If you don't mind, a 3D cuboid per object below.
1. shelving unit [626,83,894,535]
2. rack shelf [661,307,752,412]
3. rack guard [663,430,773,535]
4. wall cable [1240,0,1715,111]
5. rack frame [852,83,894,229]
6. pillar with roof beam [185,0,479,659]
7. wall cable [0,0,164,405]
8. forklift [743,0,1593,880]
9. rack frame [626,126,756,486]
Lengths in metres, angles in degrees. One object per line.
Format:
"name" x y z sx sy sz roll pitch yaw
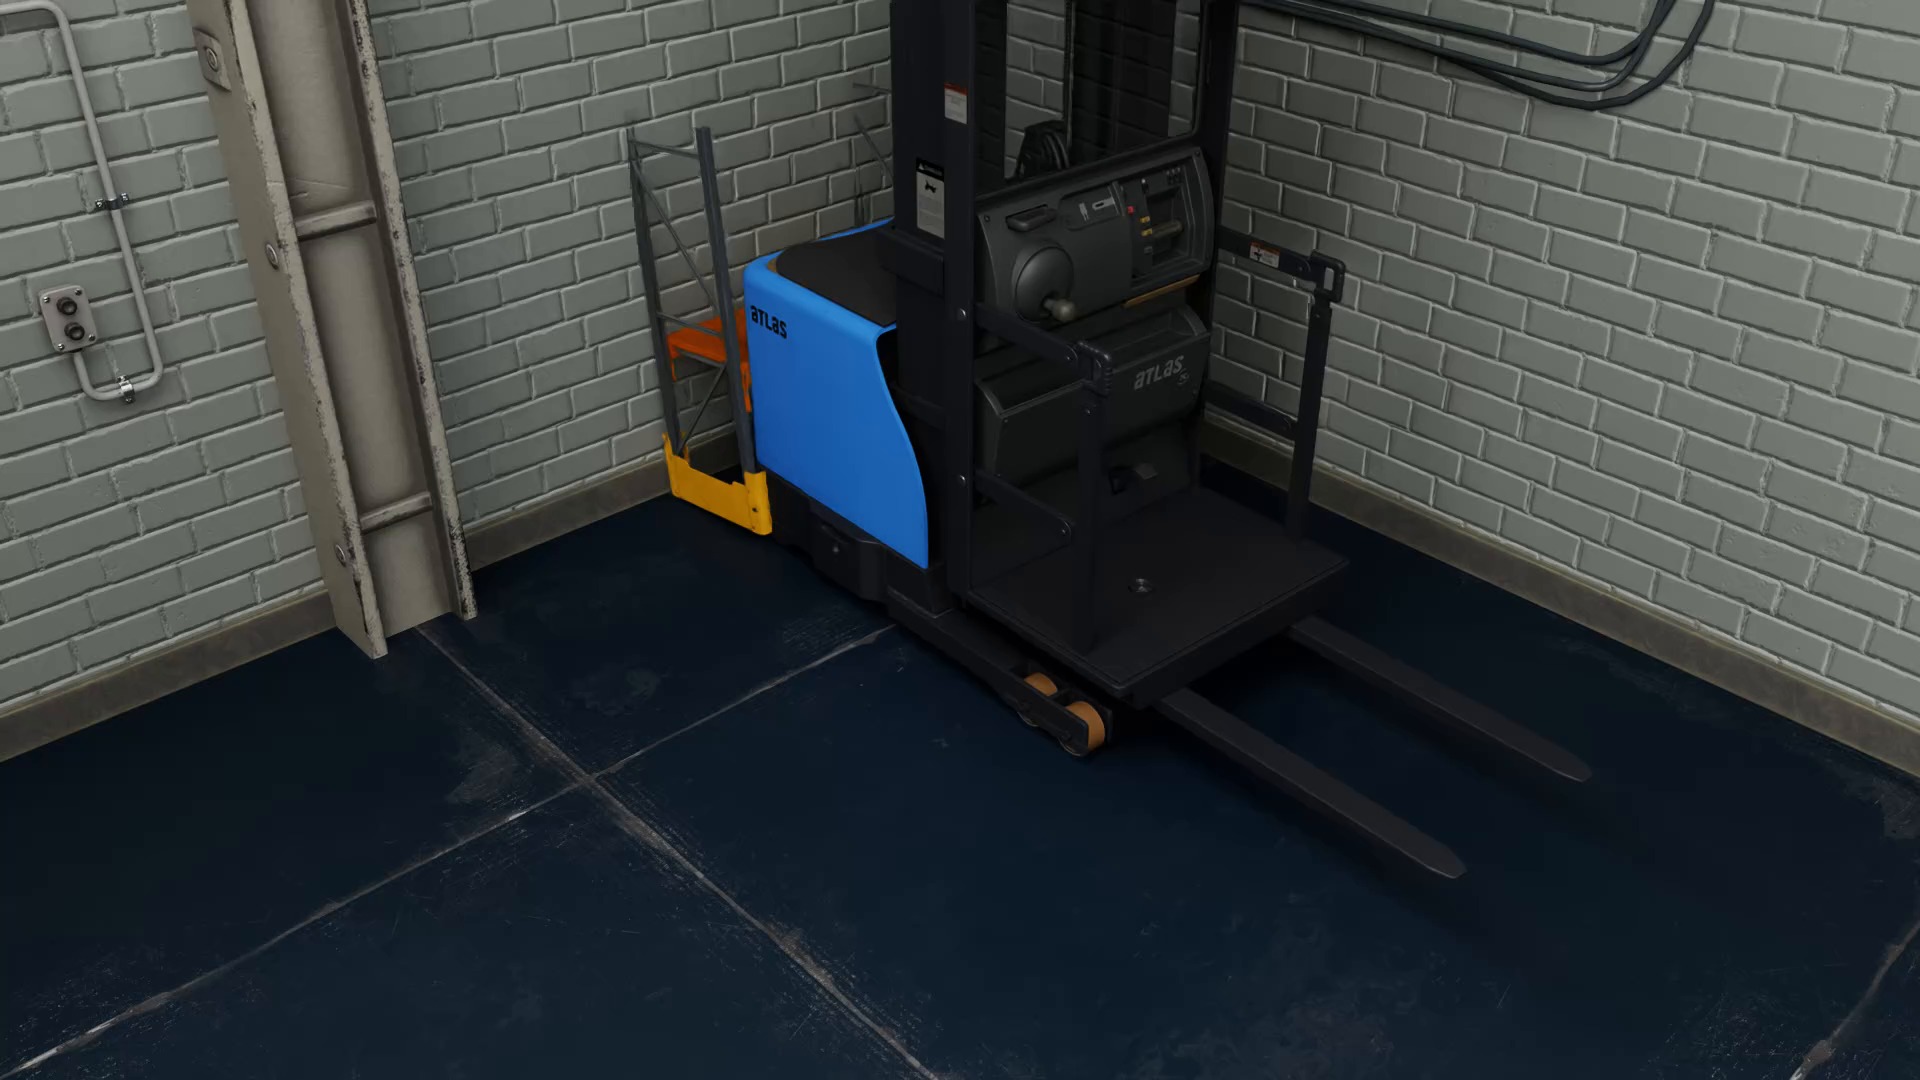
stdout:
"shelving unit" -0.600 -0.958 6.323 1.083 1.500 0.587 -27 35 -37
"rack shelf" -0.595 -0.796 6.400 1.000 0.185 0.538 -27 35 -37
"rack guard" -0.913 -0.223 6.310 0.087 0.250 0.587 -27 35 -37
"wall cable" 1.066 -2.822 5.216 0.112 2.526 3.097 -26 40 -35
"rack frame" -0.245 -1.140 6.624 0.032 1.500 0.500 -27 35 -37
"pillar with roof beam" 0.994 -1.919 0.763 0.400 9.000 9.100 -26 40 -35
"wall cable" -3.029 -0.968 3.983 1.851 1.984 0.084 -26 40 -35
"forklift" 0.567 -0.882 4.882 1.130 2.935 3.031 -24 39 -34
"rack frame" -0.967 -0.770 6.011 0.032 1.500 0.500 -27 35 -37
